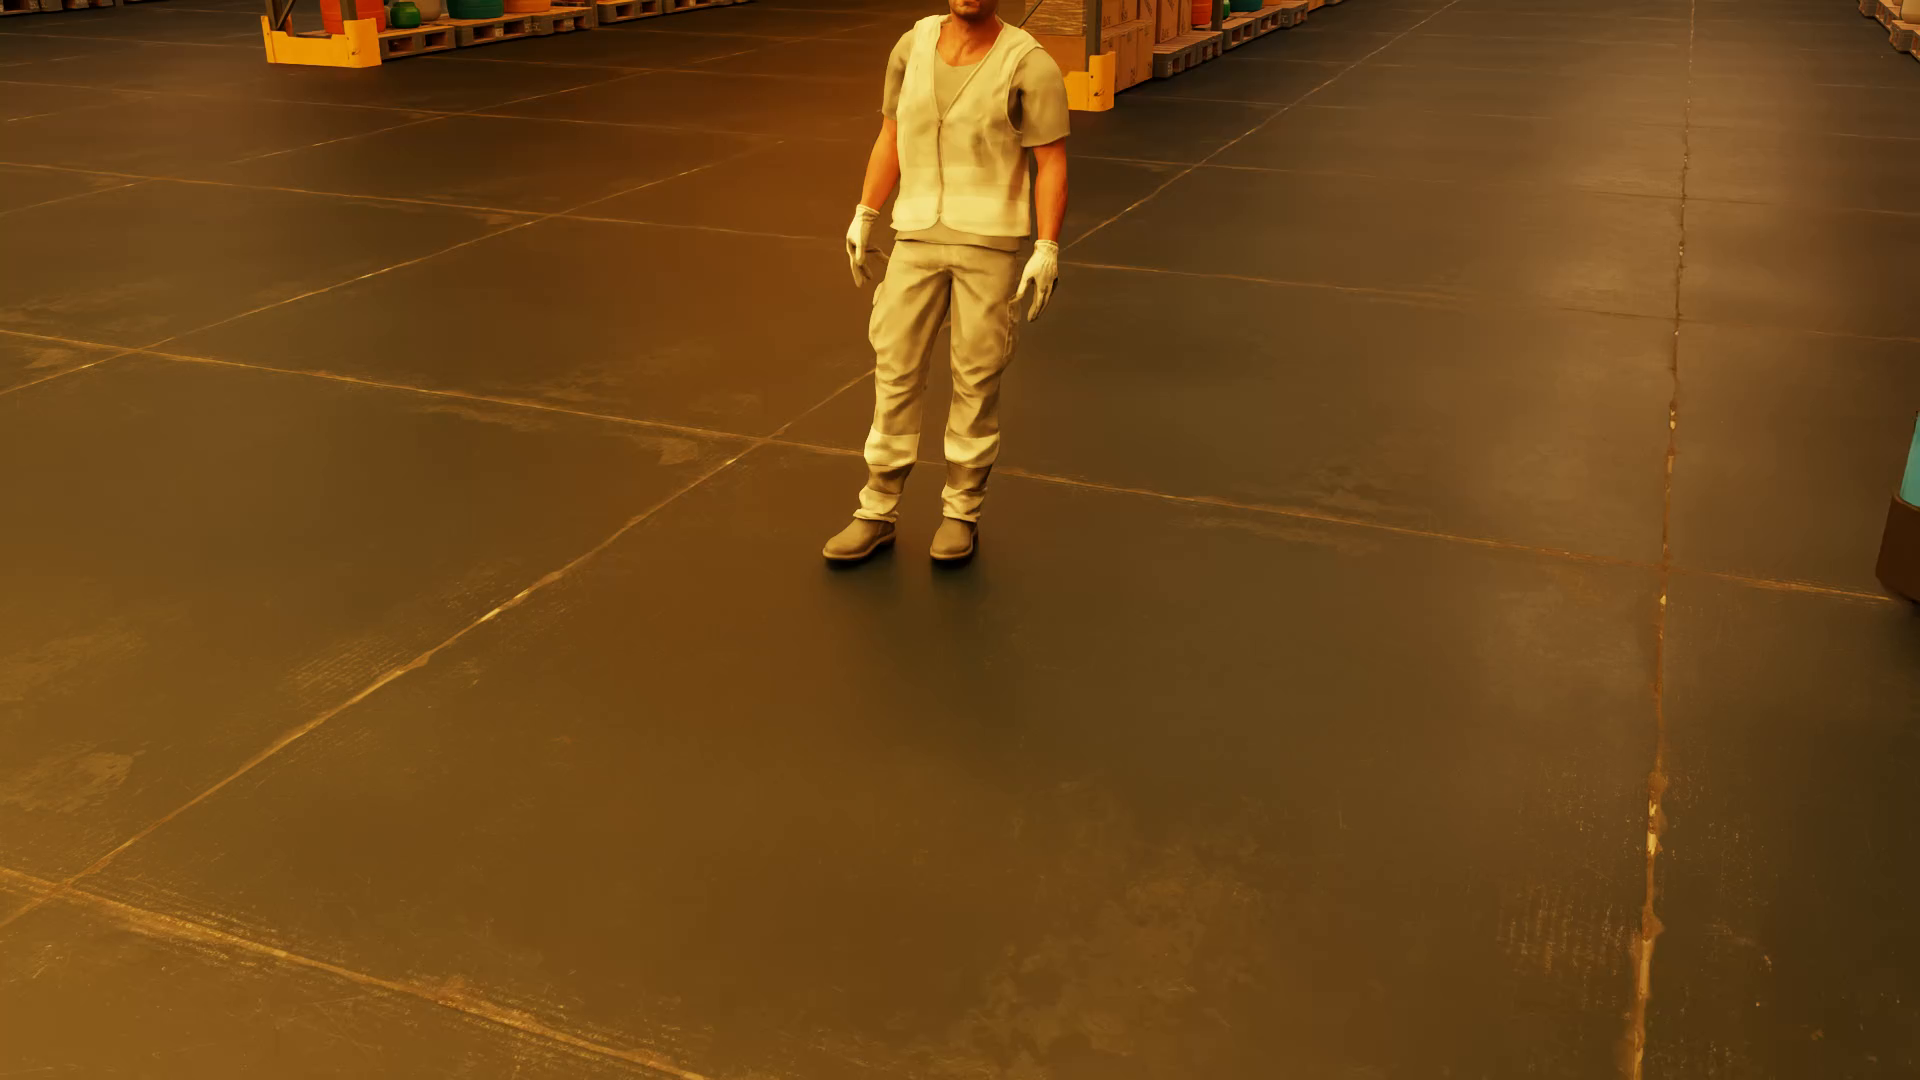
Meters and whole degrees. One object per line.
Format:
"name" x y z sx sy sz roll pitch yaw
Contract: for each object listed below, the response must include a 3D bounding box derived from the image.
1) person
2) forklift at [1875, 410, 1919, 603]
"person" -0.042 -0.806 4.681 0.637 1.787 0.564 9 24 21
"forklift" 4.136 -1.135 4.007 3.031 2.935 1.130 -5 23 -12
